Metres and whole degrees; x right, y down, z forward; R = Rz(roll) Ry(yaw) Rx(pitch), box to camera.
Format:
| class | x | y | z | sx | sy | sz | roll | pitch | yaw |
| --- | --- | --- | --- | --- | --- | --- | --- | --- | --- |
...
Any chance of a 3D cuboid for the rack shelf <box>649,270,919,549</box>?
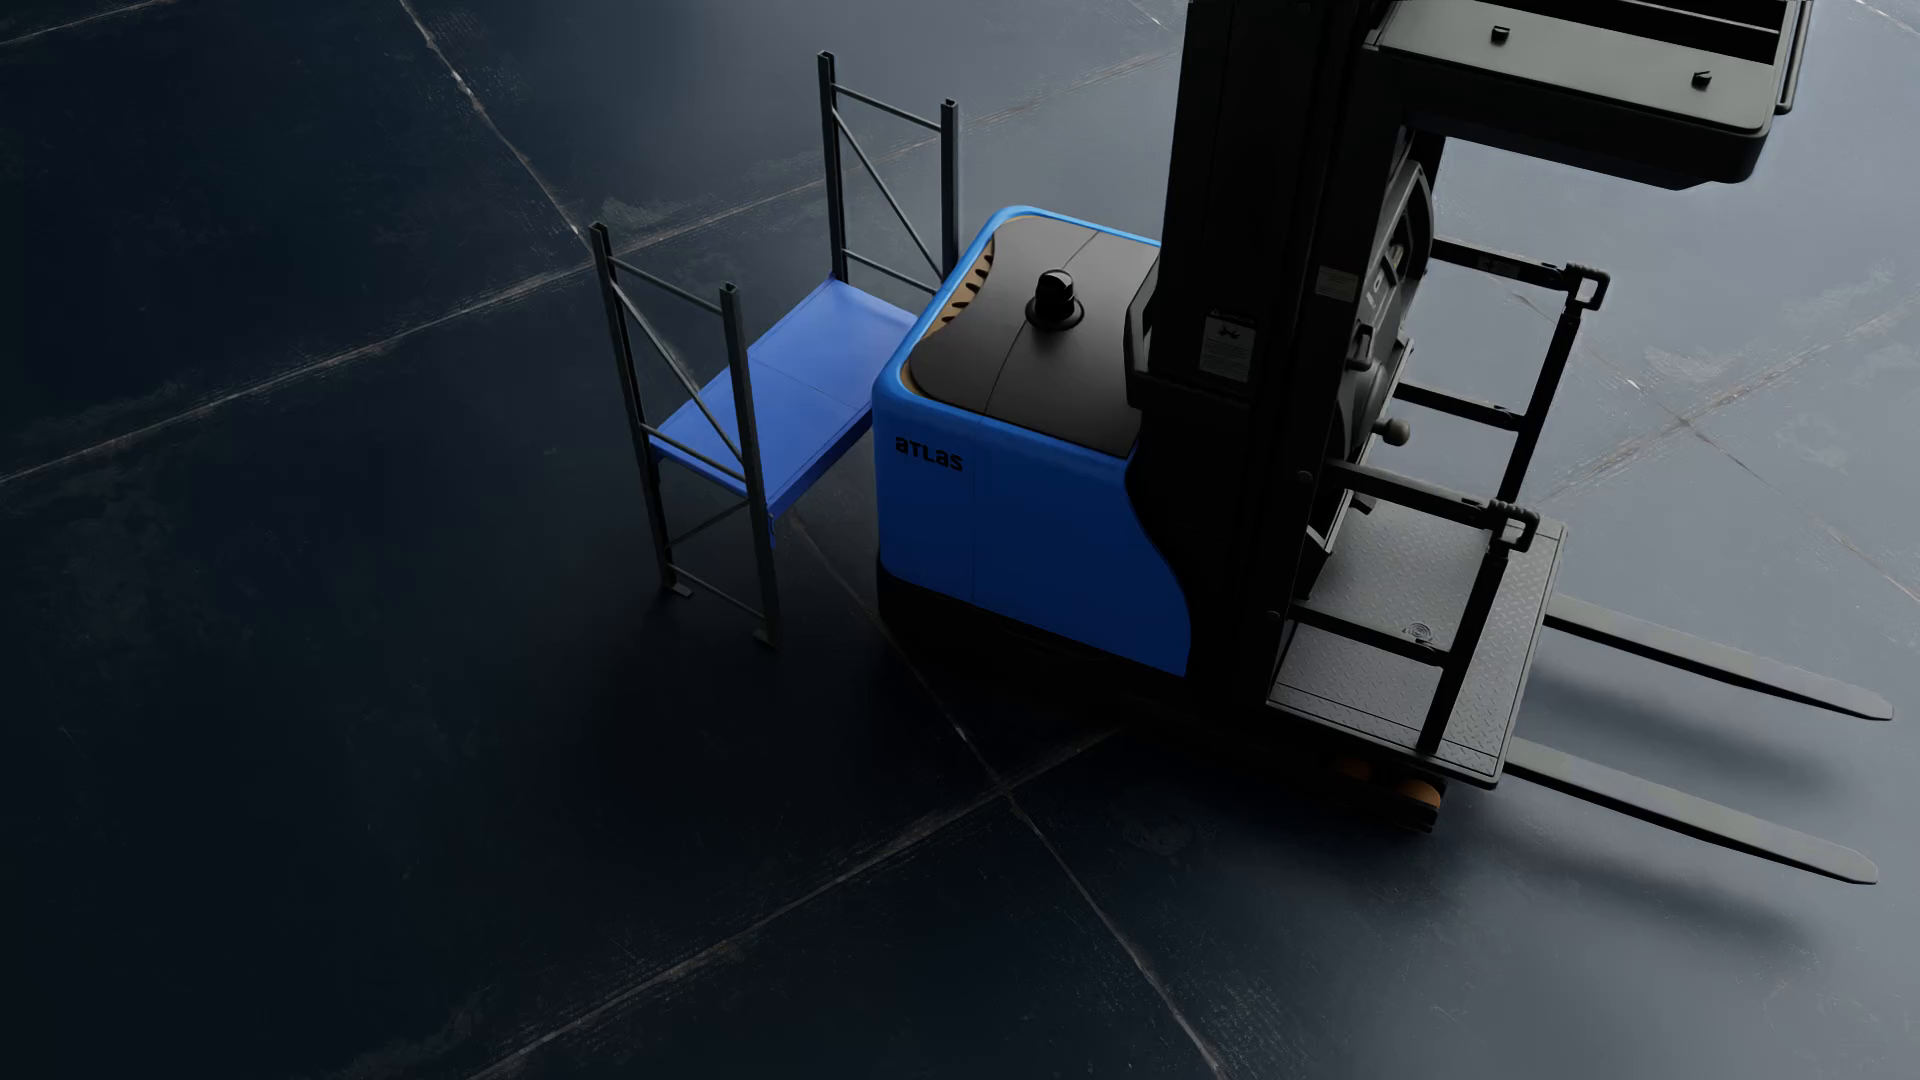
| class | x | y | z | sx | sy | sz | roll | pitch | yaw |
| --- | --- | --- | --- | --- | --- | --- | --- | --- | --- |
| rack shelf | -0.505 | -0.448 | 5.386 | 0.538 | 0.185 | 1.000 | 27 | 54 | 22 |

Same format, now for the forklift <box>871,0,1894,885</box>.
| class | x | y | z | sx | sy | sz | roll | pitch | yaw |
| --- | --- | --- | --- | --- | --- | --- | --- | --- | --- |
| forklift | 1.294 | -0.564 | 4.290 | 3.031 | 2.935 | 1.130 | 19 | 51 | 16 |

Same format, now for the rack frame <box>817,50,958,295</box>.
| class | x | y | z | sx | sy | sz | roll | pitch | yaw |
| --- | --- | --- | --- | --- | --- | --- | --- | --- | --- |
| rack frame | -0.220 | -0.882 | 5.531 | 0.500 | 1.500 | 0.032 | 27 | 54 | 22 |

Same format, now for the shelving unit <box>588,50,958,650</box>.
| class | x | y | z | sx | sy | sz | roll | pitch | yaw |
| --- | --- | --- | --- | --- | --- | --- | --- | --- | --- |
| shelving unit | -0.505 | -0.568 | 5.252 | 0.538 | 1.500 | 1.048 | 27 | 54 | 22 |

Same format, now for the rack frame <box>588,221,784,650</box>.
| class | x | y | z | sx | sy | sz | roll | pitch | yaw |
| --- | --- | --- | --- | --- | --- | --- | --- | --- | --- |
| rack frame | -0.791 | -0.254 | 4.972 | 0.500 | 1.500 | 0.032 | 27 | 54 | 22 |
